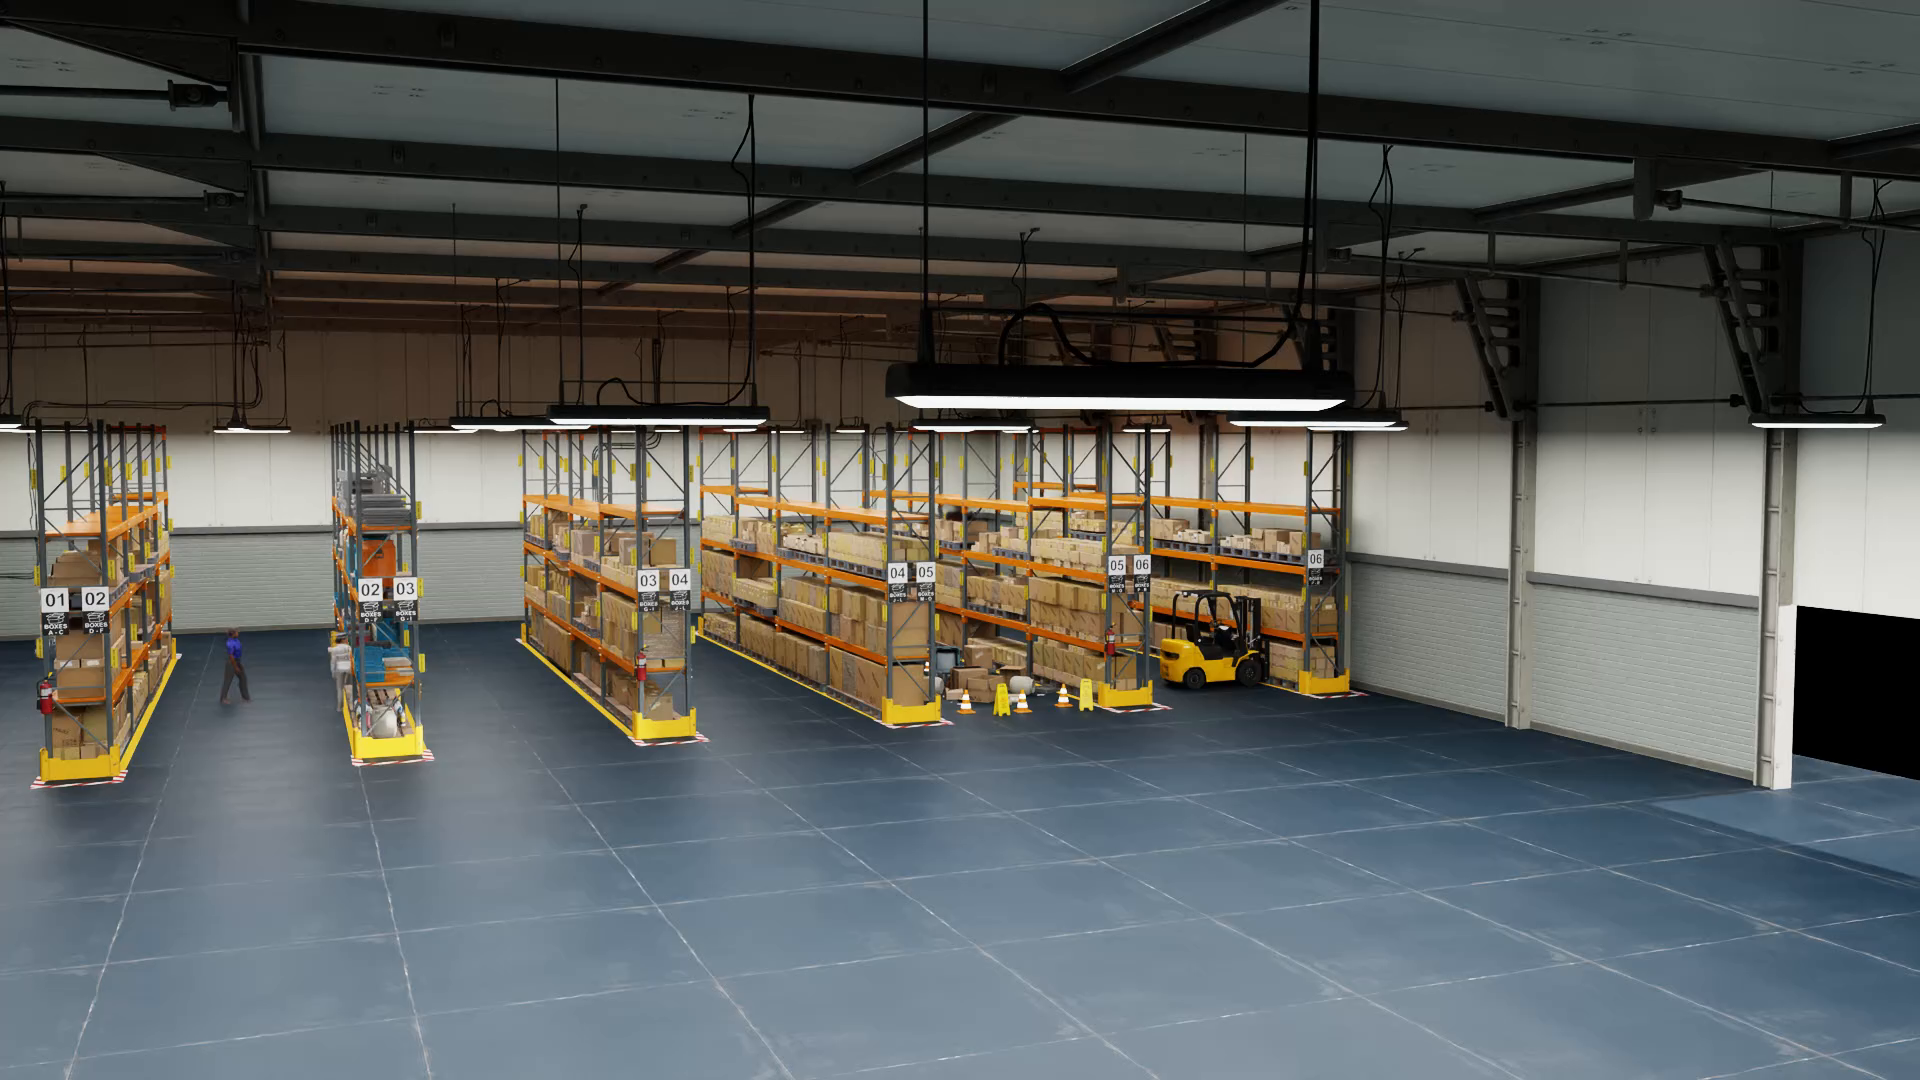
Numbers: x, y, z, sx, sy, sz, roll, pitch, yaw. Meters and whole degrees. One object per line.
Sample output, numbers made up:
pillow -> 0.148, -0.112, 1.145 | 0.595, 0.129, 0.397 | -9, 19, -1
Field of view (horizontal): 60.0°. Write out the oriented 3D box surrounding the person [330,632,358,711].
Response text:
person -> -12.768, 2.731, 34.516 | 0.564, 1.657, 0.454 | -1, 4, -21

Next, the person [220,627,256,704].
person -> -15.478, 2.687, 35.562 | 0.569, 1.675, 0.632 | 0, 4, 4
